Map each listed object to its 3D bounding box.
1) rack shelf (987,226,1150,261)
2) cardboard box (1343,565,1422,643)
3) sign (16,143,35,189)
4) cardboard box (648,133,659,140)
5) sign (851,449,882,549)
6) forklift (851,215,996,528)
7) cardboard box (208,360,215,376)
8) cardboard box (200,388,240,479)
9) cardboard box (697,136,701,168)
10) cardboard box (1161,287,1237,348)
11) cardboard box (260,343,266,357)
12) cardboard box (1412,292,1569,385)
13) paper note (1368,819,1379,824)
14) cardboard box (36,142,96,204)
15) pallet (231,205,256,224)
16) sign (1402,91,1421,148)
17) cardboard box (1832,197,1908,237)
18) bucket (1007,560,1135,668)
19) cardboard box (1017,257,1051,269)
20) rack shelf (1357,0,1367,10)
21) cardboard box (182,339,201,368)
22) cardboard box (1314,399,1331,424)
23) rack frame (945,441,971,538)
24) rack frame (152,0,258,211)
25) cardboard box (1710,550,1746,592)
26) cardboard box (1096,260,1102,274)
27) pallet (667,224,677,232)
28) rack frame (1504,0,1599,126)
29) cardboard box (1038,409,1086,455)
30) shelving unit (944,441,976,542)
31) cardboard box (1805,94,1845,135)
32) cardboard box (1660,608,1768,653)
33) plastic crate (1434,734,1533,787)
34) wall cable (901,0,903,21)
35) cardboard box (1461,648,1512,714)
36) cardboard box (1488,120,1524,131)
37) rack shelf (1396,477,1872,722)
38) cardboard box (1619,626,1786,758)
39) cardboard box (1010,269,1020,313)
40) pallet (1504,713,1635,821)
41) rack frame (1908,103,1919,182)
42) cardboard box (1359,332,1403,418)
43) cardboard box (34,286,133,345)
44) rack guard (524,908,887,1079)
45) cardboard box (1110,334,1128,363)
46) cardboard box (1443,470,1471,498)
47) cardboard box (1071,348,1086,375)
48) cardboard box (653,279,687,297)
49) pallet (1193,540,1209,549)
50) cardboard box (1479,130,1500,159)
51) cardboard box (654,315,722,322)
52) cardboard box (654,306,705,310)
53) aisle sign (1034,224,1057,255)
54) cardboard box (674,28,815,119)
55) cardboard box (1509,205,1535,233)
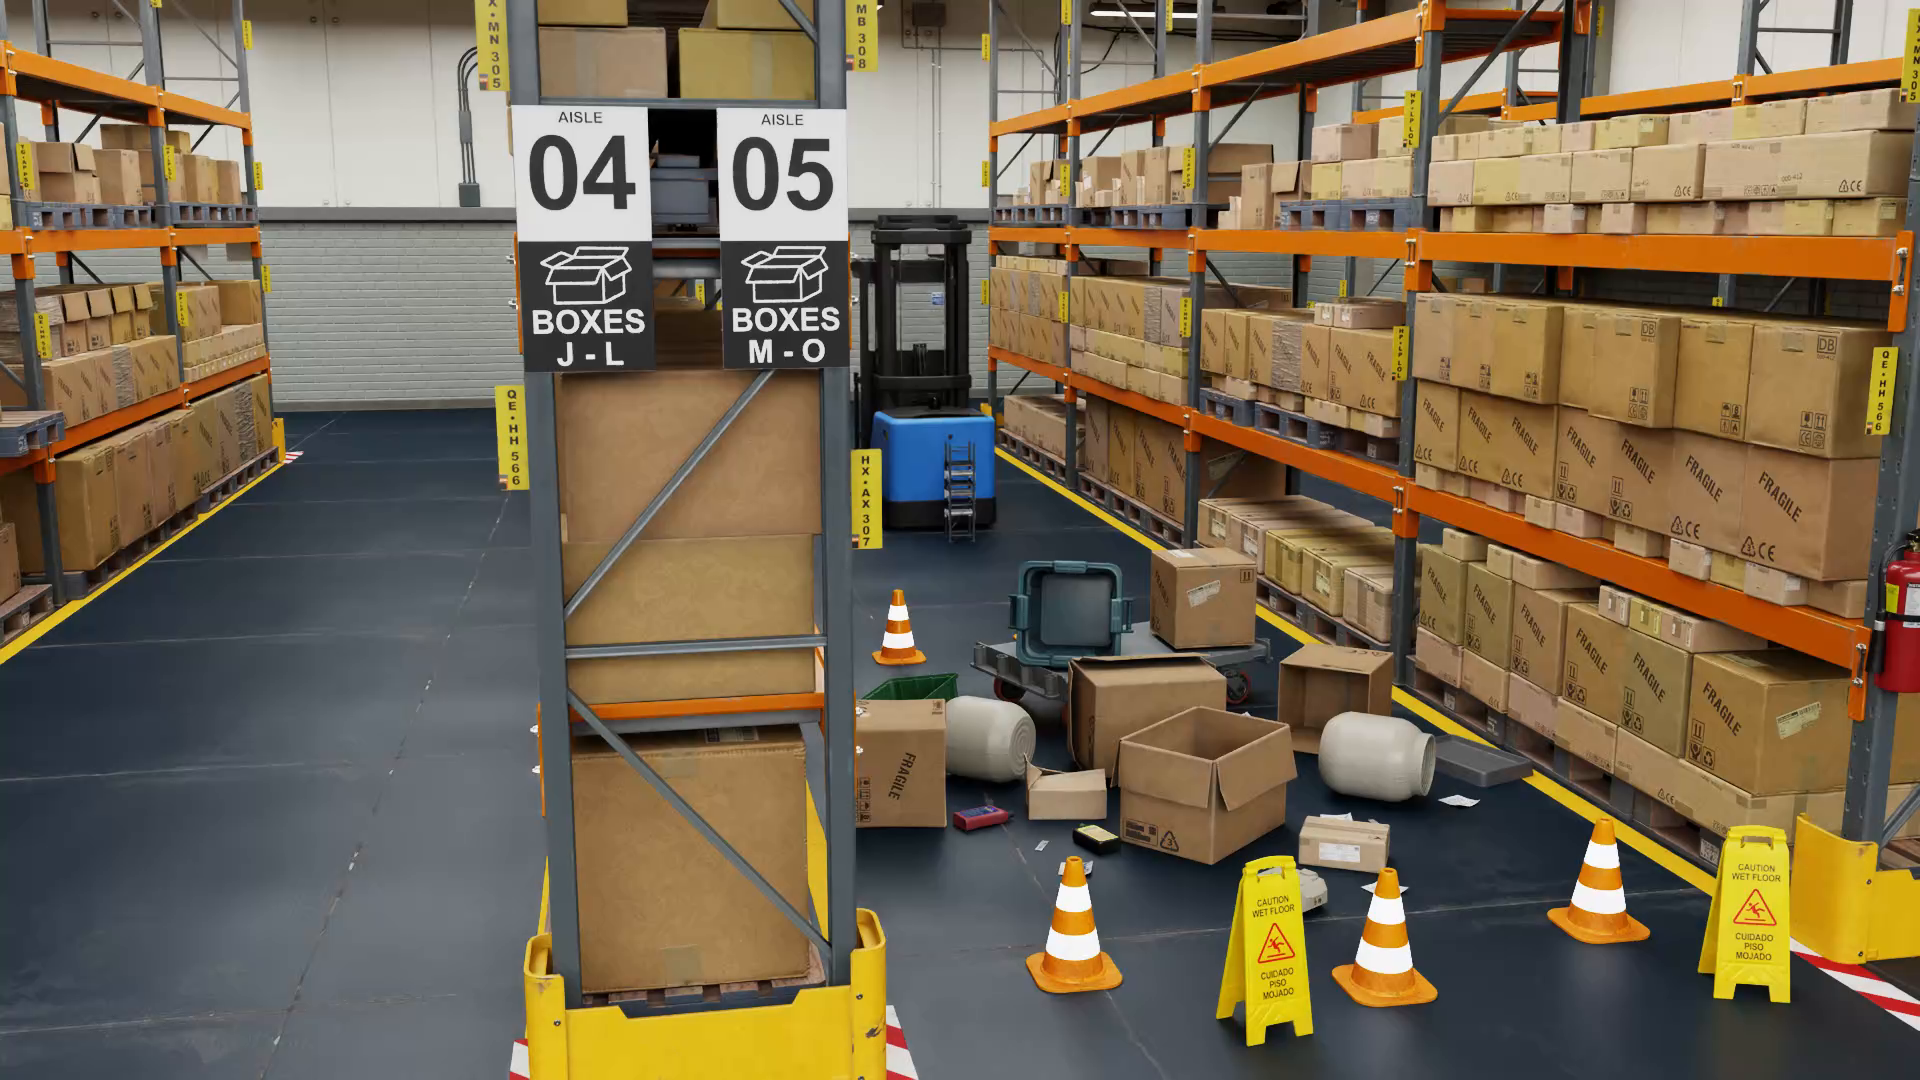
[{"bbox_3d":[1.264,-3.535,19.704,1.077,0.370,4.000,-2,11,-11],"label":"rack shelf"},{"bbox_3d":[3.104,0.407,10.993,0.950,0.372,0.625,-2,11,-10],"label":"cardboard box"},{"bbox_3d":[-6.757,-2.701,12.015,0.100,0.325,0.005,-2,11,-11],"label":"sign"},{"bbox_3d":[-1.509,-1.806,6.911,0.500,0.250,0.500,-2,11,-10],"label":"cardboard box"},{"bbox_3d":[-0.304,-0.132,5.396,0.100,0.325,0.005,-2,11,-11],"label":"sign"},{"bbox_3d":[-0.510,-1.782,16.773,1.130,2.935,3.031,-3,11,-14],"label":"forklift"},{"bbox_3d":[-7.955,-1.776,17.229,0.380,0.149,0.250,-2,11,-13],"label":"cardboard box"},{"bbox_3d":[-8.293,-1.140,17.775,0.875,0.875,0.875,-2,11,-11],"label":"cardboard box"},{"bbox_3d":[-0.897,-1.607,6.931,0.380,0.149,0.250,-2,11,-10],"label":"cardboard box"},{"bbox_3d":[2.073,-1.940,14.481,0.500,0.500,0.500,-2,11,-13],"label":"cardboard box"},{"bbox_3d":[-8.454,-2.245,19.695,0.380,0.149,0.250,-2,11,-10],"label":"cardboard box"},{"bbox_3d":[3.081,-1.179,9.685,0.700,0.500,0.500,-2,11,-12],"label":"cardboard box"},{"bbox_3d":[2.008,1.370,8.024,0.032,0.001,0.123,-2,11,-11],"label":"paper note"},{"bbox_3d":[-7.708,-3.059,13.877,0.797,0.503,0.637,-2,11,-12],"label":"cardboard box"},{"bbox_3d":[-8.692,-3.716,18.966,1.003,0.211,1.213,-2,11,-11],"label":"pallet"},{"bbox_3d":[2.665,-2.481,9.806,0.100,0.325,0.005,-2,11,-11],"label":"sign"},{"bbox_3d":[3.643,-1.253,6.460,0.380,0.149,0.250,-2,11,-11],"label":"cardboard box"},{"bbox_3d":[0.661,0.420,9.712,0.726,0.611,0.620,2,1,9],"label":"bucket"},{"bbox_3d":[0.903,-3.375,20.282,0.380,0.149,0.250,-2,11,-10],"label":"cardboard box"},{"bbox_3d":[6.132,-6.823,20.065,1.077,0.370,4.000,-2,11,-11],"label":"rack shelf"},{"bbox_3d":[-7.903,-1.856,16.586,0.500,0.250,0.500,-2,11,-12],"label":"cardboard box"},{"bbox_3d":[2.665,-0.890,11.453,0.380,0.149,0.250,-2,11,-11],"label":"cardboard box"},{"bbox_3d":[-0.021,-0.462,15.272,0.240,0.900,0.006,-2,11,-11],"label":"rack frame"},{"bbox_3d":[-8.846,-5.369,19.390,1.000,3.000,0.127,-2,11,-11],"label":"rack frame"},{"bbox_3d":[3.517,0.125,7.244,0.380,0.149,0.250,-2,11,-12],"label":"cardboard box"},{"bbox_3d":[1.689,-3.067,18.663,0.380,0.149,0.250,-2,11,-12],"label":"cardboard box"},{"bbox_3d":[-2.008,-2.176,11.143,1.003,0.211,1.213,-2,11,-8],"label":"pallet"},{"bbox_3d":[6.521,-5.177,18.381,1.000,3.000,0.127,-2,11,-11],"label":"rack frame"},{"bbox_3d":[1.461,-1.279,19.679,0.875,0.438,0.875,-2,11,-13],"label":"cardboard box"},{"bbox_3d":[-0.002,-0.444,15.174,0.258,0.900,0.210,-2,11,-11],"label":"shelving unit"},{"bbox_3d":[3.619,-1.689,6.621,0.380,0.149,0.250,-2,11,-10],"label":"cardboard box"},{"bbox_3d":[3.438,0.407,7.577,0.380,0.149,0.250,-2,11,-9],"label":"cardboard box"},{"bbox_3d":[2.710,1.171,8.885,0.402,0.080,0.583,-6,13,-31],"label":"plastic crate"},{"bbox_3d":[-2.026,-9.653,25.852,2.355,3.000,0.029,-2,11,-11],"label":"wall cable"},{"bbox_3d":[3.173,0.779,9.367,0.500,0.250,0.500,-1,11,-8],"label":"cardboard box"},{"bbox_3d":[3.381,-2.646,11.047,0.500,0.250,0.500,-2,11,-12],"label":"cardboard box"},{"bbox_3d":[3.598,0.139,8.421,1.077,0.370,4.000,-2,11,-11],"label":"rack shelf"},{"bbox_3d":[3.470,0.695,7.799,0.500,0.500,0.500,-2,11,-9],"label":"cardboard box"},{"bbox_3d":[0.904,-3.035,20.234,0.500,0.500,0.500,-2,11,-11],"label":"cardboard box"},{"bbox_3d":[3.615,1.135,8.724,1.003,0.211,1.213,-2,11,-11],"label":"pallet"},{"bbox_3d":[3.987,-2.795,5.866,1.000,3.000,0.127,-2,11,-11],"label":"rack frame"},{"bbox_3d":[2.894,-1.059,10.606,0.500,0.500,0.500,-2,11,-12],"label":"cardboard box"},{"bbox_3d":[-7.814,-1.987,14.716,0.797,0.503,0.637,-2,11,-10],"label":"cardboard box"},{"bbox_3d":[-0.845,1.583,5.594,1.175,0.500,0.348,-2,11,-11],"label":"rack guard"},{"bbox_3d":[1.763,-1.849,16.004,0.500,0.250,0.500,-2,11,-13],"label":"cardboard box"},{"bbox_3d":[3.055,-0.344,9.707,0.380,0.149,0.250,-2,11,-9],"label":"cardboard box"},{"bbox_3d":[1.479,-1.885,17.530,0.500,0.250,0.500,-2,11,-12],"label":"cardboard box"},{"bbox_3d":[-3.032,-2.628,17.298,0.500,0.500,0.500,-2,11,-10],"label":"cardboard box"},{"bbox_3d":[2.581,0.198,13.643,1.003,0.211,1.213,-2,11,-11],"label":"pallet"},{"bbox_3d":[3.071,-2.158,9.083,0.380,0.149,0.250,-2,11,-13],"label":"cardboard box"},{"bbox_3d":[-1.368,-0.821,8.253,0.875,0.550,0.550,-2,11,-11],"label":"cardboard box"},{"bbox_3d":[-2.026,-1.293,11.082,0.700,0.500,0.500,-2,11,-12],"label":"cardboard box"},{"bbox_3d":[1.165,-4.084,21.730,0.394,0.787,0.004,-2,11,-11],"label":"aisle sign"},{"bbox_3d":[-0.691,-1.548,5.555,0.500,0.250,0.500,-2,11,-11],"label":"cardboard box"},{"bbox_3d":[3.191,-1.726,8.948,0.380,0.149,0.250,-2,11,-9],"label":"cardboard box"}]
